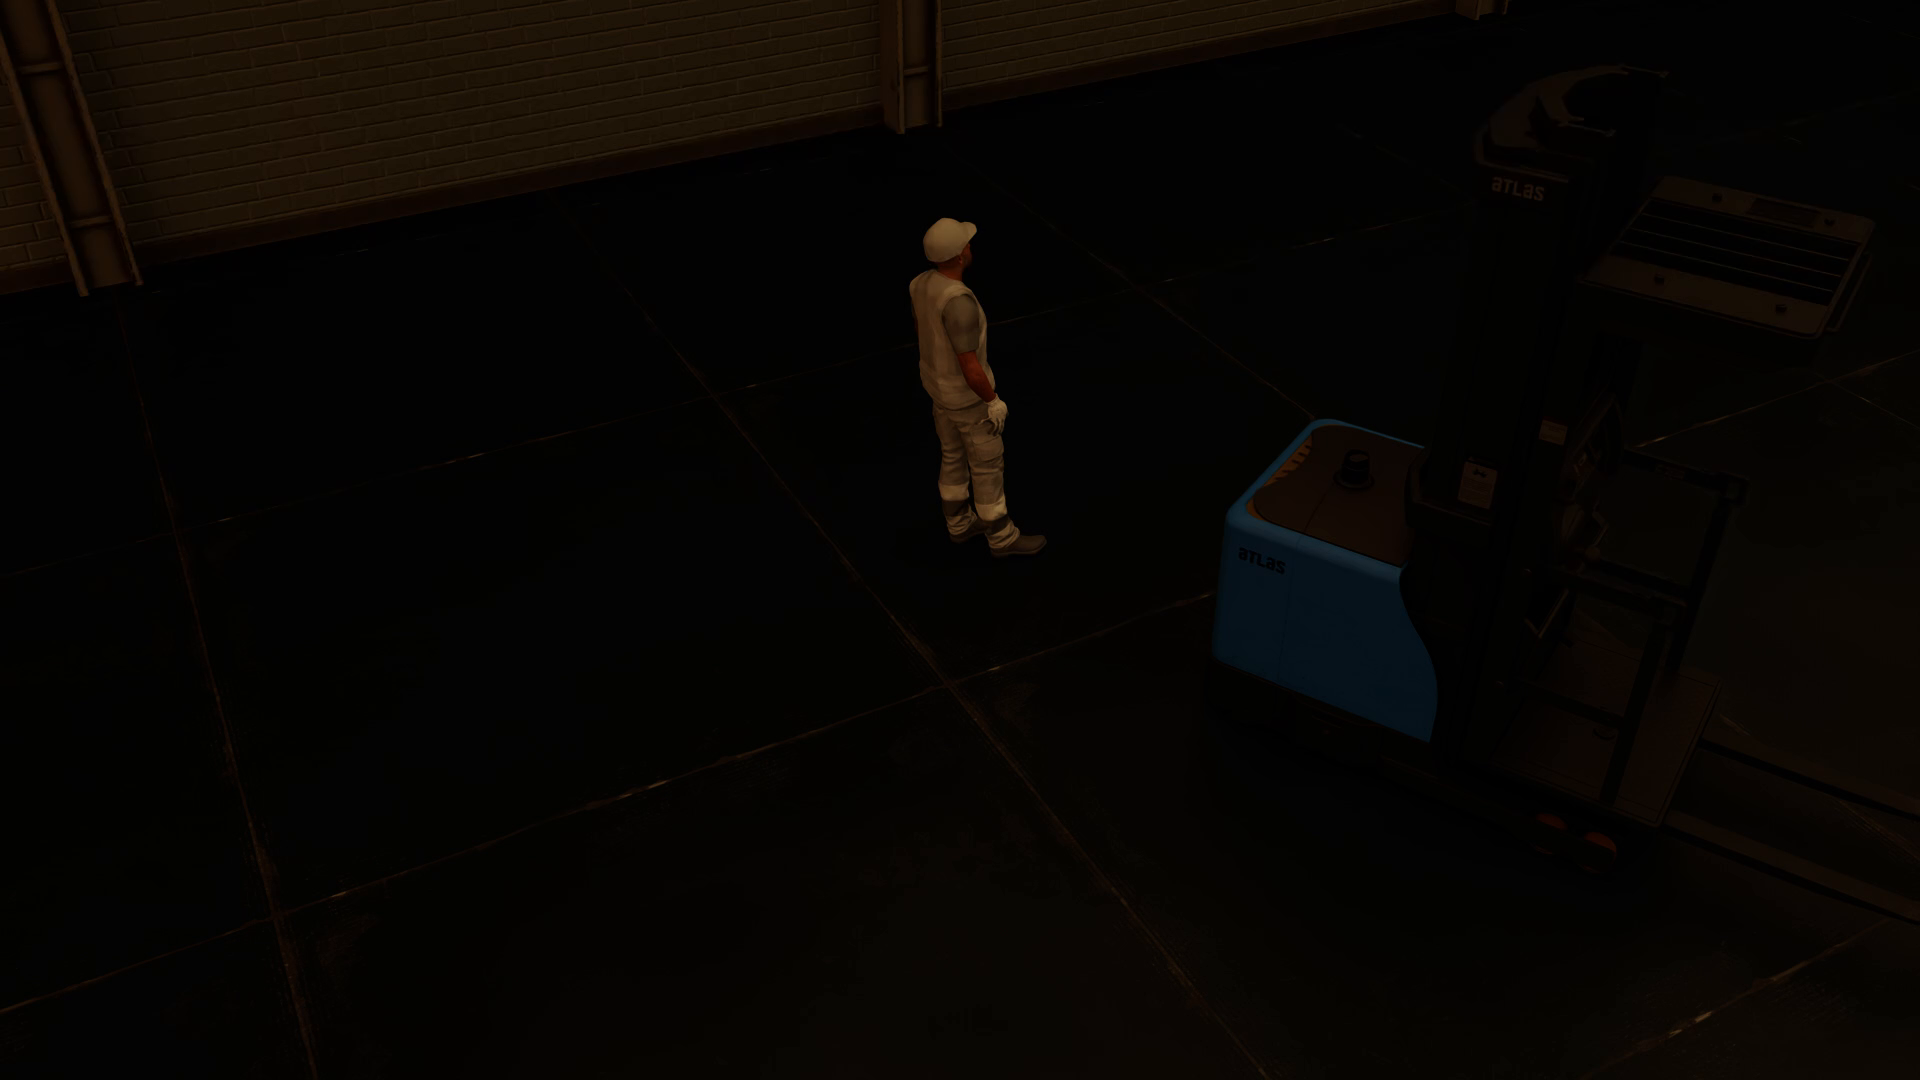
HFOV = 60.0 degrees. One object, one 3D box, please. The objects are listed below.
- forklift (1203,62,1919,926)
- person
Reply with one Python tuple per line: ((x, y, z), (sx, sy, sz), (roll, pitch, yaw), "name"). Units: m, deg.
((2.614, -0.197, 6.402), (3.031, 2.935, 1.130), (21, 40, 27), "forklift")
((0.077, -0.753, 8.164), (0.562, 1.790, 0.637), (-17, 39, -23), "person")
